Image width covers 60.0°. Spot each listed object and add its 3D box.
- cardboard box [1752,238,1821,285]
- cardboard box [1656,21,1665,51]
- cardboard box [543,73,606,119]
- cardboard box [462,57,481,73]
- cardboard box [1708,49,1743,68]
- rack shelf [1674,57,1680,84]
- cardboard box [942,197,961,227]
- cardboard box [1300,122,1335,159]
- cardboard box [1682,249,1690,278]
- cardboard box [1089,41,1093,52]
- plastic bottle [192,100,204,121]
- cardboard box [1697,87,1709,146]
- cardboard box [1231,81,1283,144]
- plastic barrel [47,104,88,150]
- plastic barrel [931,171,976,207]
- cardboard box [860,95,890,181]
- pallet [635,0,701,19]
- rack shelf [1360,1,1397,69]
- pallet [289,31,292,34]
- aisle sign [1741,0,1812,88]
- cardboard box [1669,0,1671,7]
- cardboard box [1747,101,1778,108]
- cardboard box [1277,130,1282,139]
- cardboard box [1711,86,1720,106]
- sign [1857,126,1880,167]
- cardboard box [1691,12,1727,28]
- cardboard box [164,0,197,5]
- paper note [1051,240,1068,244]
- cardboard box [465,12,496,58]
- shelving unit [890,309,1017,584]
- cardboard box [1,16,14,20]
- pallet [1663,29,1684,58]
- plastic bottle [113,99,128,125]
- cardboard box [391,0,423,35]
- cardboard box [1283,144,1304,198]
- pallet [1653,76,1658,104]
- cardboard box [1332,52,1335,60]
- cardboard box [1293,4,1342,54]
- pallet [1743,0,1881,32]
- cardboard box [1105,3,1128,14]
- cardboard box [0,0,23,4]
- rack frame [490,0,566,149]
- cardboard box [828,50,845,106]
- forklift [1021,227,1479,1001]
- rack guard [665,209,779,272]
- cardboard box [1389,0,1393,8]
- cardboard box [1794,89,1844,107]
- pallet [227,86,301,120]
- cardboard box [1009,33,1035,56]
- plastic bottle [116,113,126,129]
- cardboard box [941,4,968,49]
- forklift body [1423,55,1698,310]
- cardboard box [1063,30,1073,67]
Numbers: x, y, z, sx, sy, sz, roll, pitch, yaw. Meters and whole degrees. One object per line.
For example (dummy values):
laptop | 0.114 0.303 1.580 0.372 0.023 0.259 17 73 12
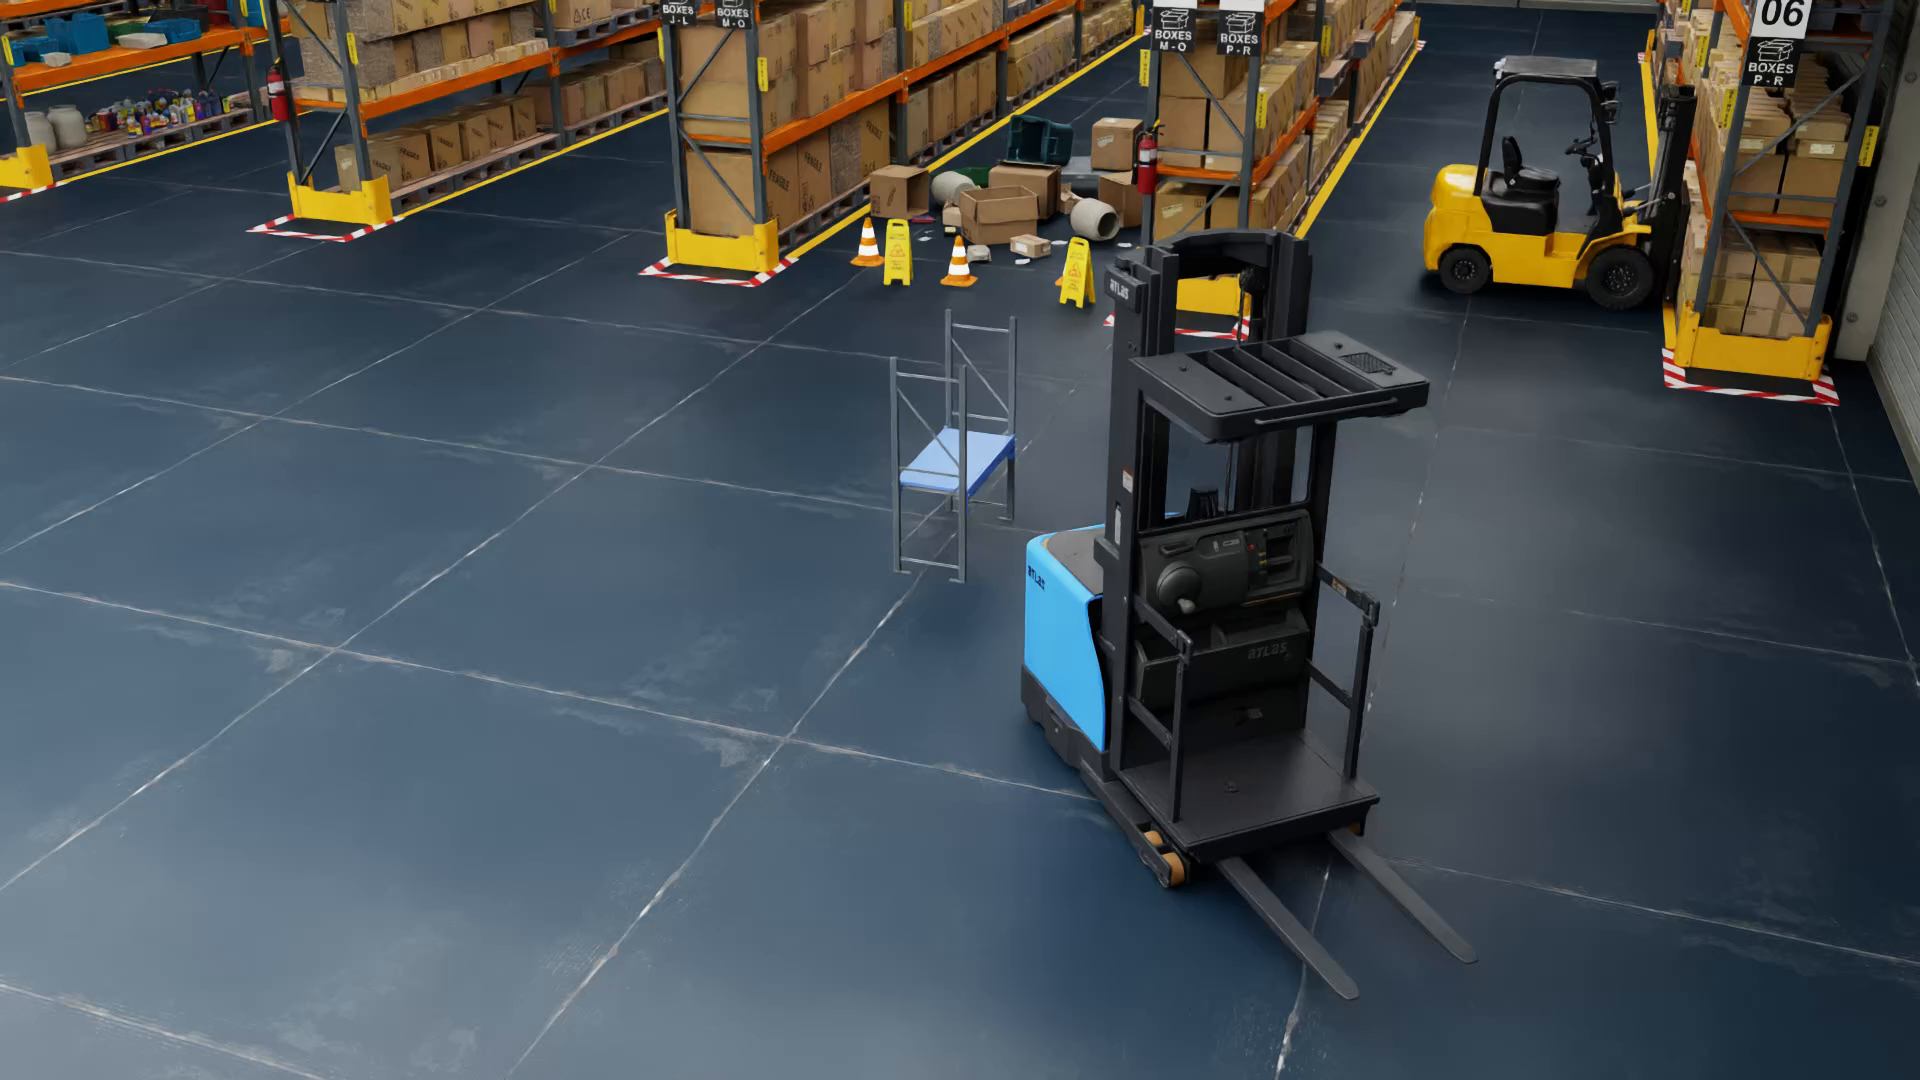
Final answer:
cardboard box | 7.245 -2.450 14.618 0.500 0.250 0.500 8 27 17
cardboard box | 11.938 -8.282 27.519 0.797 0.503 0.637 8 27 15
cardboard box | -5.389 -6.193 23.187 0.700 0.500 0.500 9 27 17
cardboard box | -6.097 -5.820 20.340 0.380 0.149 0.250 9 27 17
cardboard box | 7.851 -4.906 16.963 0.380 0.149 0.250 9 27 18
rack shelf | 10.234 -6.665 22.622 1.077 0.370 4.000 9 27 17
cardboard box | 0.019 -3.713 18.838 0.396 0.266 0.258 14 29 26
cardboard box | 4.193 -5.045 20.985 0.950 0.372 0.625 10 27 19
cardboard box | 6.950 -2.505 15.305 0.500 0.250 0.500 8 27 17
cardboard box | 2.029 -8.323 28.011 0.380 0.149 0.250 10 27 19
plastic bottle | -10.482 -5.913 22.857 0.061 0.283 0.133 11 28 21
cardboard box | 7.686 -4.207 16.605 0.500 0.500 0.500 9 27 18
cardboard box | 2.813 -4.144 16.134 0.500 0.500 0.500 10 27 19
plastic barrel | -11.478 -5.309 21.370 0.421 0.512 0.421 0 26 0
plastic barrel | -0.077 -4.069 19.392 0.421 0.421 0.512 -14 29 -27
cardboard box | -1.422 -4.902 20.111 0.875 0.875 0.875 9 27 18
pallet | -4.596 -7.927 24.624 1.213 0.211 1.003 9 27 17
rack shelf | 5.552 -7.383 24.105 1.077 0.370 4.000 9 27 17
pallet | -12.703 -9.809 31.490 1.003 0.211 1.213 9 27 17
aisle sign | 6.607 -4.065 13.443 0.394 0.787 0.004 9 27 17
cardboard box | 10.528 -7.878 23.706 0.700 0.500 0.500 9 27 19
cardboard box | 6.941 -3.745 14.565 0.380 0.149 0.250 9 27 19
cardboard box | 3.097 -4.227 17.050 0.380 0.149 0.250 8 27 16
cardboard box | 7.430 -4.245 15.940 0.380 0.149 0.250 8 27 16
sign | 7.428 -3.221 13.600 0.100 0.325 0.005 9 27 17
cardboard box | 9.097 -6.305 20.195 0.380 0.149 0.250 9 27 19
cardboard box | -13.695 -9.613 29.388 0.500 0.250 0.500 10 28 19
paper note | 1.086 -3.260 18.185 0.148 0.019 0.142 20 32 35
cardboard box | -6.269 -6.261 20.506 0.875 0.500 0.500 9 27 17
shelving unit | -0.028 -0.640 11.074 0.538 1.500 1.048 9 27 17
cardboard box | -18.103 -9.981 30.632 0.750 0.750 0.750 8 27 17
pallet | 9.728 -6.369 21.406 1.213 0.211 1.003 9 27 17
plastic bottle | -11.387 -5.802 22.549 0.144 0.351 0.185 10 28 20
cardboard box | -6.508 -6.054 18.932 0.500 0.500 0.500 9 27 17
cardboard box | 3.444 -4.039 18.185 0.500 0.500 0.500 9 27 18
pallet | 11.129 -6.837 25.353 1.003 0.211 1.213 9 27 17
cardboard box | 4.276 -5.827 19.872 0.380 0.149 0.250 9 27 18
cardboard box | 4.148 -5.966 19.415 0.500 0.500 0.500 9 27 18
pallet | 7.166 -4.476 13.935 1.003 0.211 1.213 9 27 17
cardboard box | 2.806 -9.548 29.859 0.380 0.149 0.250 8 27 16
cardboard box | -14.643 -8.338 25.540 0.380 0.149 0.250 9 27 17
rack frame | -5.790 -6.678 21.824 1.000 3.000 0.127 9 27 17
cardboard box | -1.792 -5.165 18.527 0.875 0.550 0.500 9 27 17
forklift | 1.369 0.146 7.809 1.130 2.935 3.031 -10 28 -20
rack guard | -2.485 -3.139 17.382 1.175 0.500 0.348 9 27 17
cardboard box | 6.306 -8.240 25.222 0.500 0.250 0.500 8 27 16
cardboard box | 7.754 -3.975 15.041 0.380 0.149 0.250 8 27 16
pallet | -10.236 -6.470 24.593 1.003 0.211 1.213 9 27 17
cardboard box | 0.811 -7.419 24.881 0.500 0.250 0.500 8 27 17
plastic bottle | -11.314 -5.656 22.419 0.097 0.201 0.097 0 26 0
cardboard box | -0.212 -6.761 21.880 0.500 0.500 0.500 9 27 18
forklift body | 5.817 -3.541 16.318 2.313 2.155 1.214 9 27 17
cardboard box | 1.507 -7.928 26.792 0.500 0.500 0.500 8 27 16
